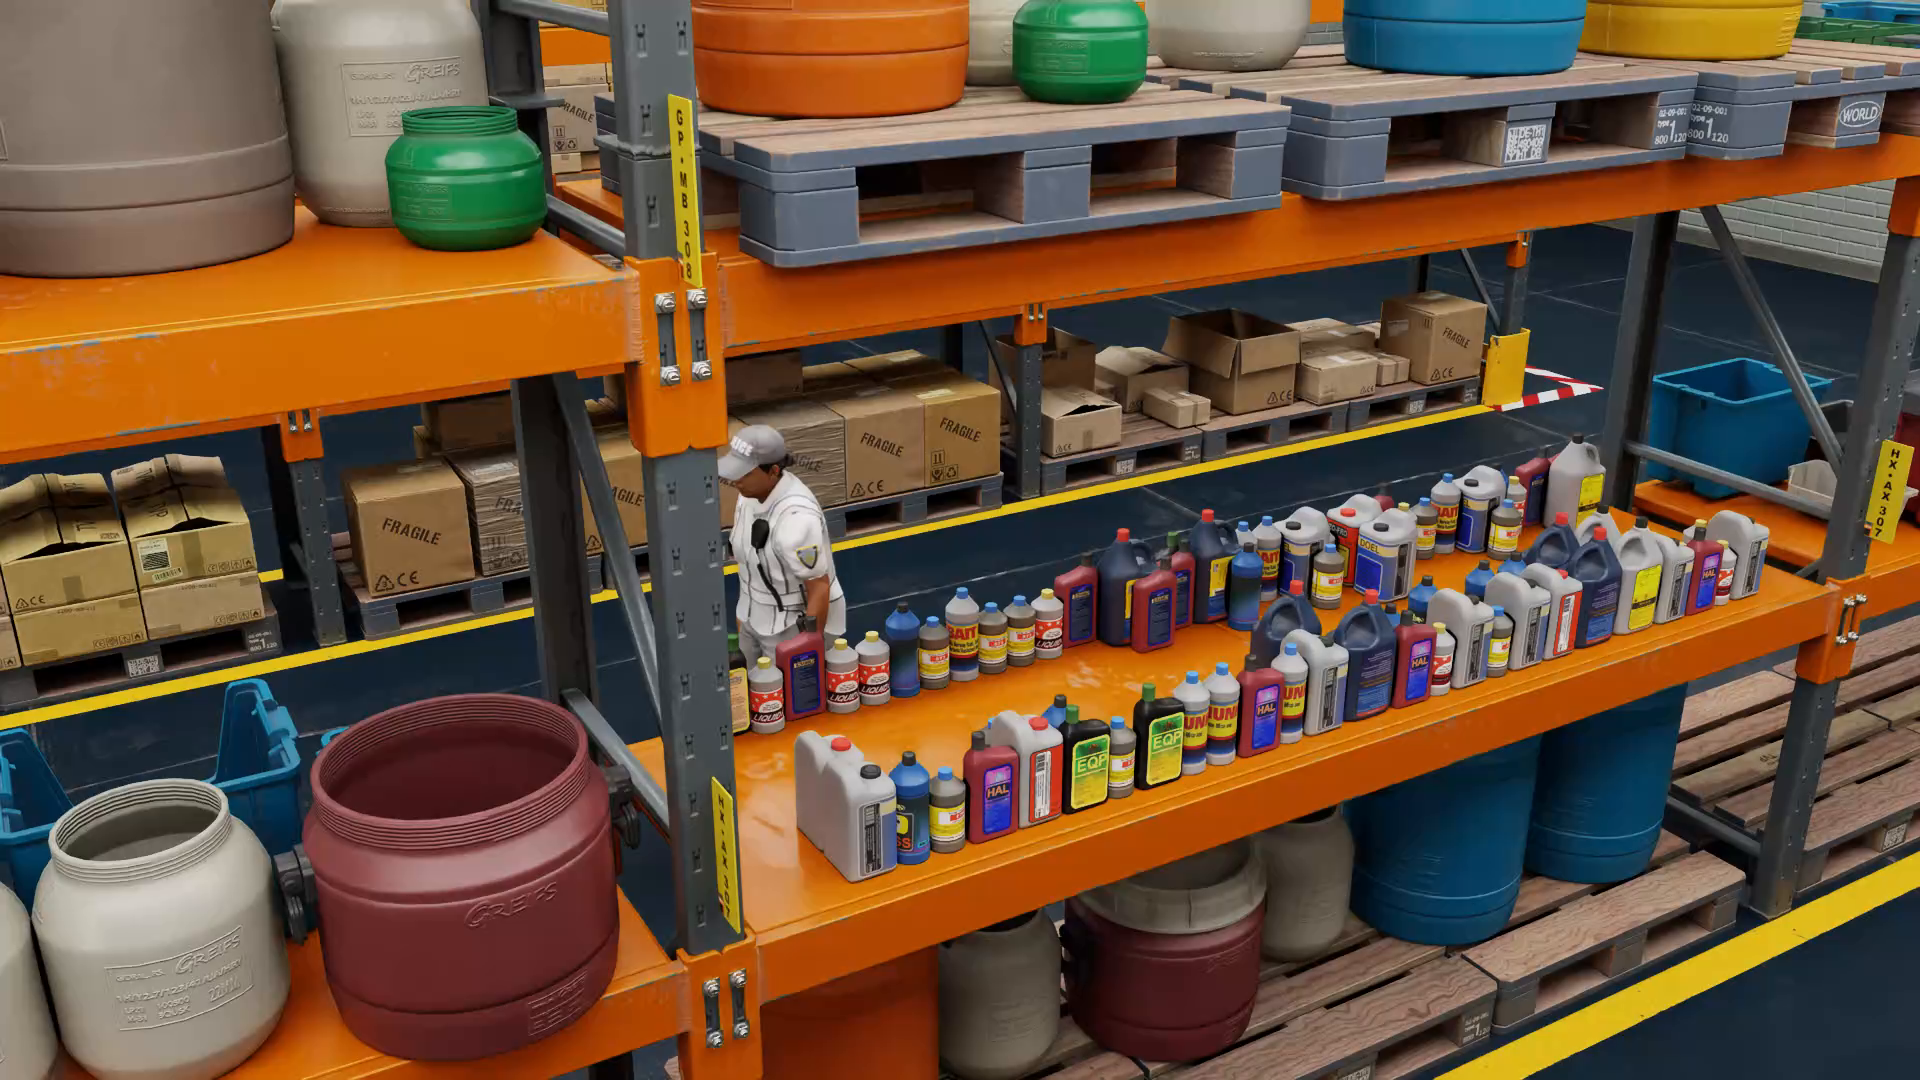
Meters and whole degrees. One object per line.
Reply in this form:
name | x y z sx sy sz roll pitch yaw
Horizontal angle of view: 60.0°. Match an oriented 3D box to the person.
person | -0.696 0.347 6.217 0.456 1.665 0.554 -14 26 -31
